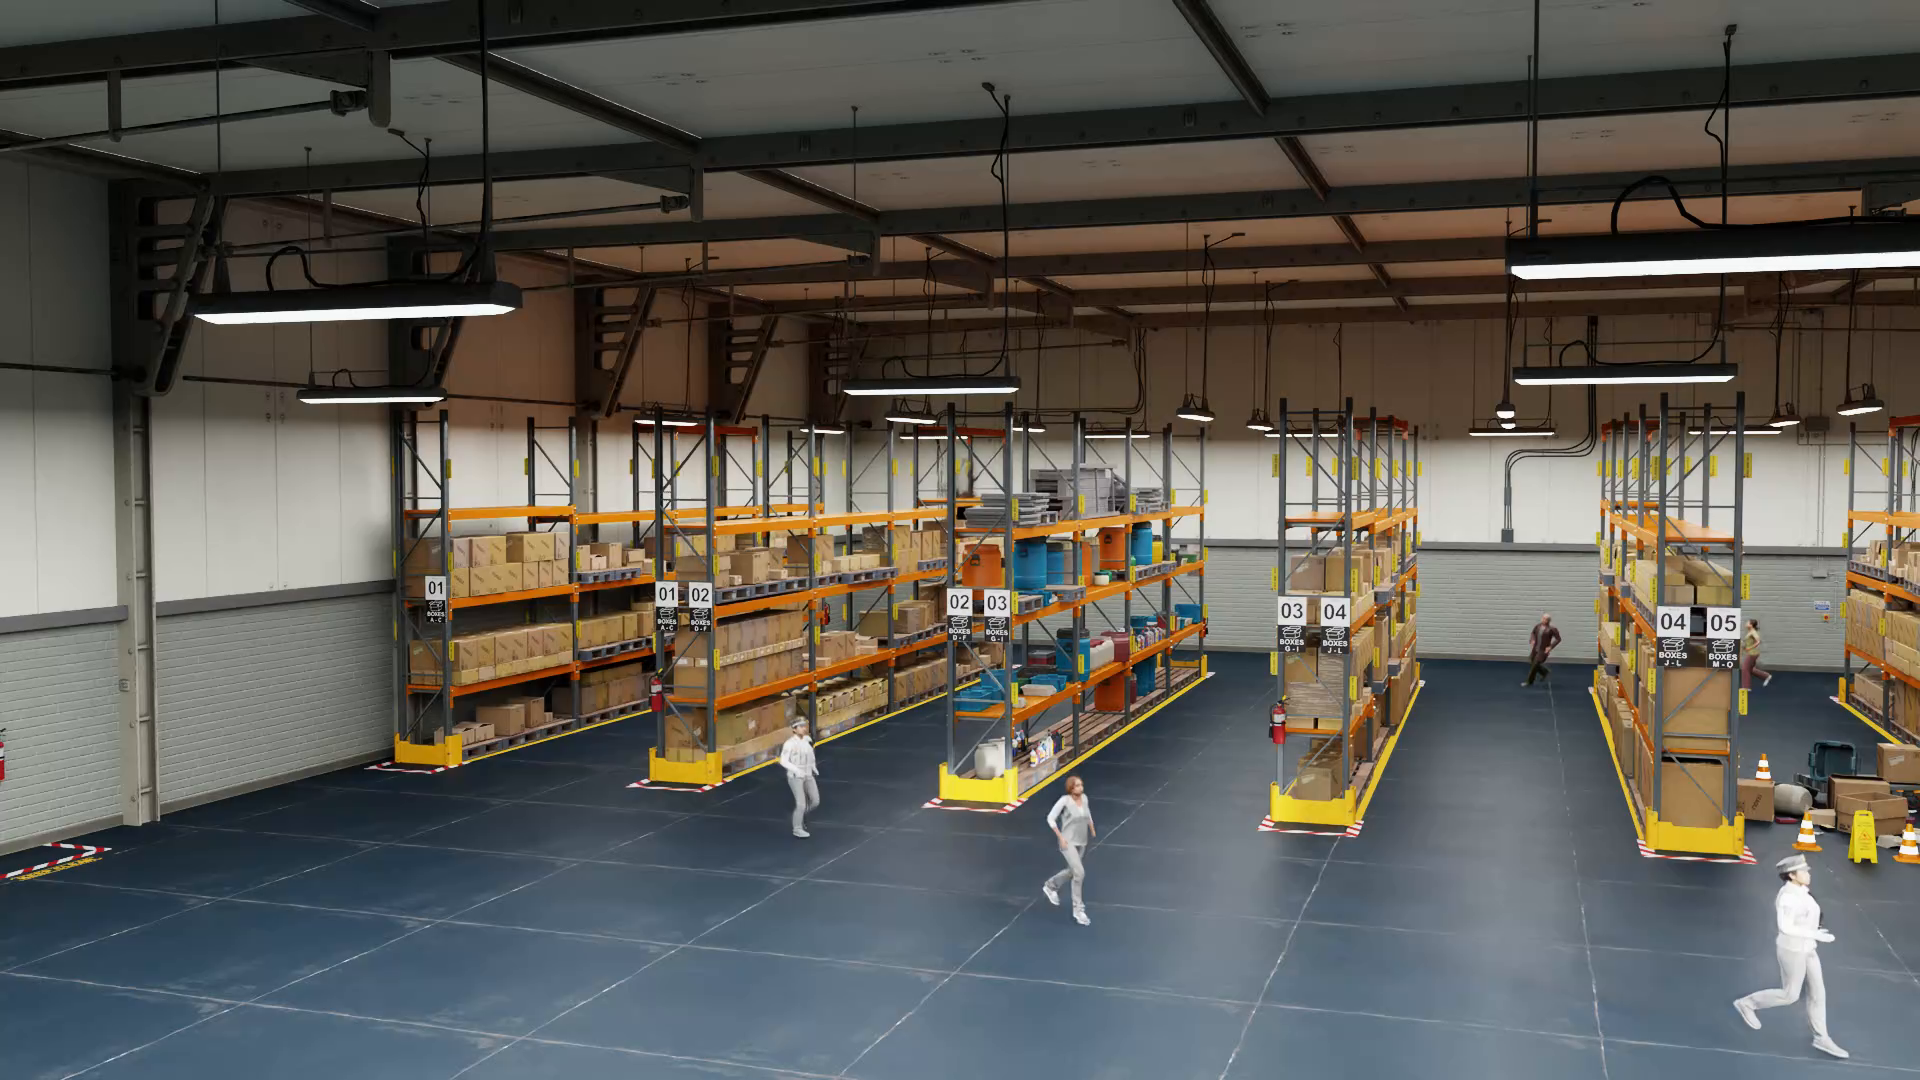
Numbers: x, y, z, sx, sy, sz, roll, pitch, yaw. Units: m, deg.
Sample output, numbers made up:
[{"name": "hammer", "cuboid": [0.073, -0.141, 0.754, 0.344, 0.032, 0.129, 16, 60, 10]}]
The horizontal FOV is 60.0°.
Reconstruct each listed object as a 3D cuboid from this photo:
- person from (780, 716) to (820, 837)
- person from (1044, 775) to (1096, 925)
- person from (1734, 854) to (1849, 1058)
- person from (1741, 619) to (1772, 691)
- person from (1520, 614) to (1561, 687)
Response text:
[{"name": "person", "cuboid": [-2.145, 3.202, 22.546, 0.592, 1.646, 0.539, -2, 3, -41]}, {"name": "person", "cuboid": [1.214, 3.403, 18.539, 0.536, 1.612, 0.775, -2, 3, -42]}, {"name": "person", "cuboid": [7.183, 3.537, 14.334, 0.901, 1.688, 0.616, 2, 3, 41]}, {"name": "person", "cuboid": [17.846, 2.596, 37.311, 0.734, 1.654, 0.585, 1, 3, 20]}, {"name": "person", "cuboid": [13.366, 2.527, 38.014, 0.911, 1.697, 0.754, -2, 3, -32]}]
